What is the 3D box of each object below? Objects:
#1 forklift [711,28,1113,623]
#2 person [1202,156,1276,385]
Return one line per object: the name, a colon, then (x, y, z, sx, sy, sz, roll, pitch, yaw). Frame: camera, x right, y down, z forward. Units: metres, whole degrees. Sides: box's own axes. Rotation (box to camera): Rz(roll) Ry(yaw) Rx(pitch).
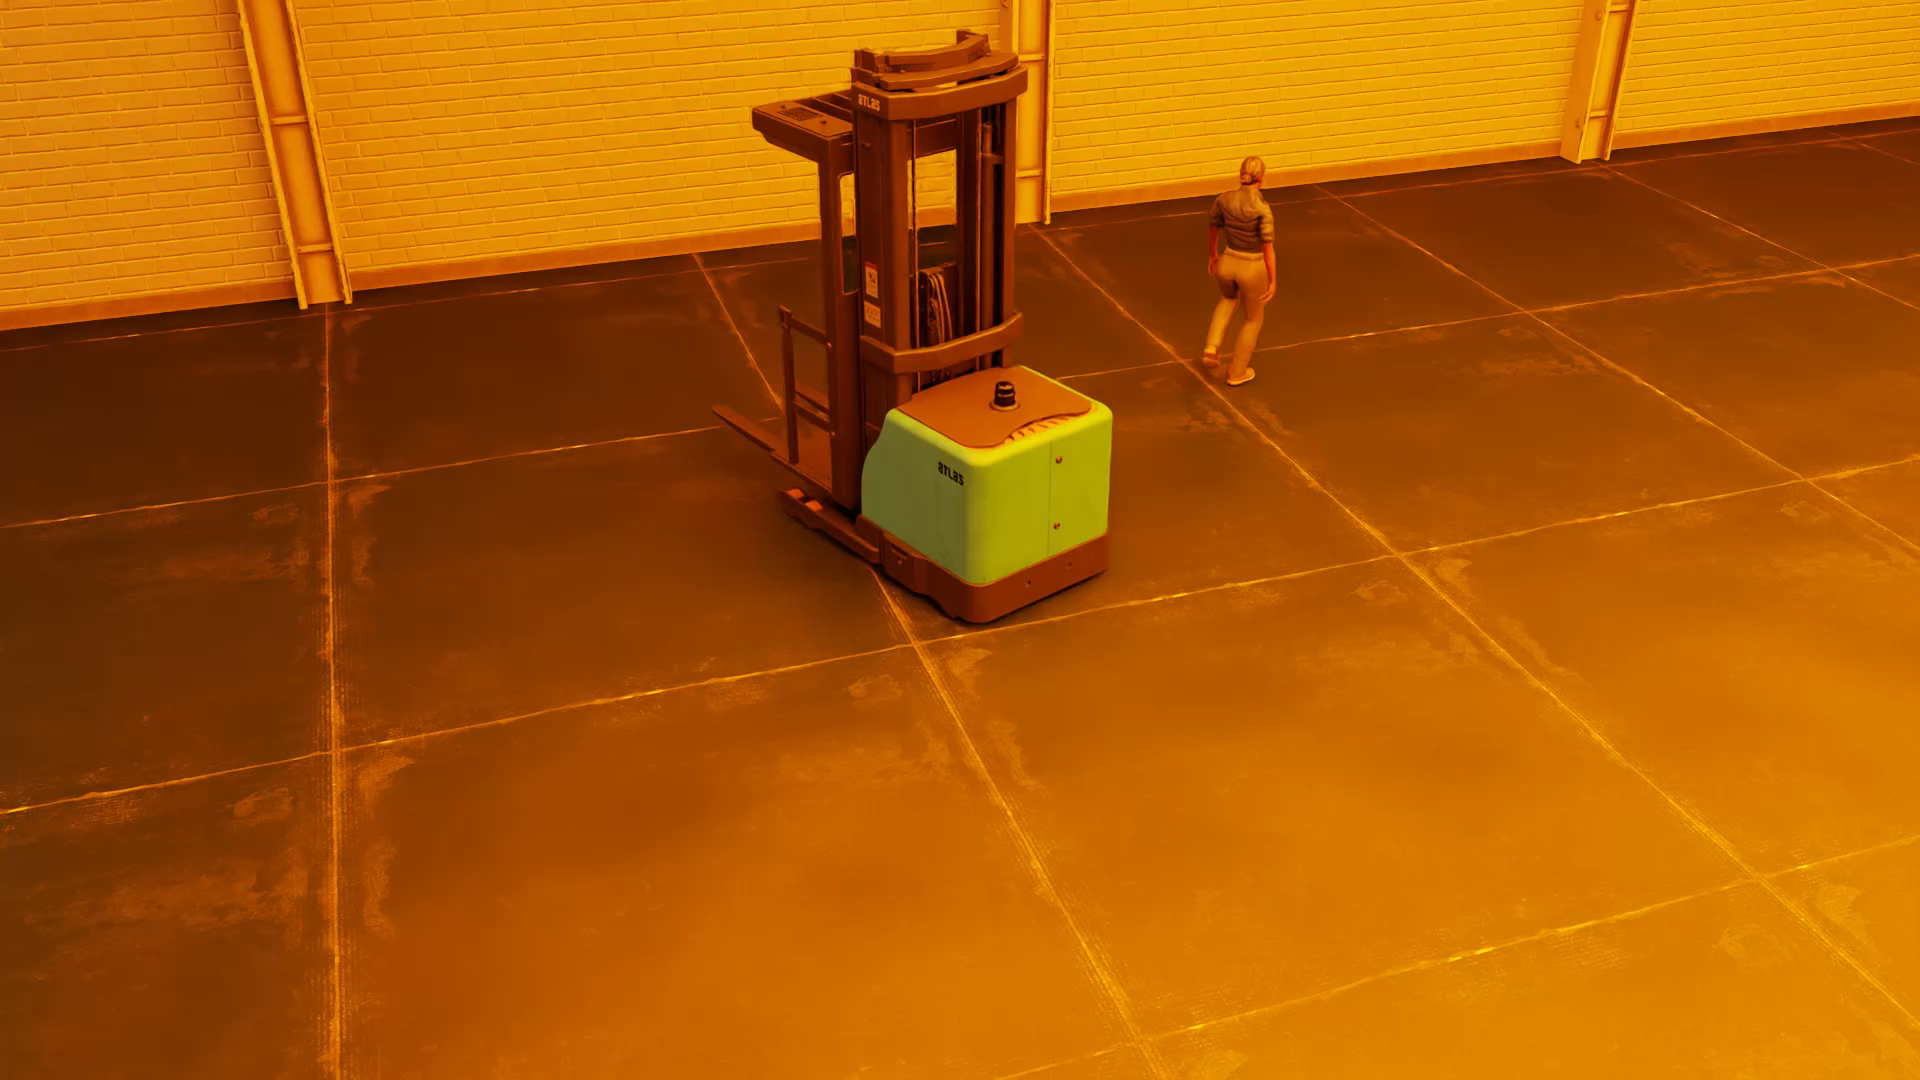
forklift: (-0.458, -1.483, 9.665, 1.130, 2.935, 3.031, -22, 37, -33)
person: (2.011, -1.912, 11.711, 0.595, 1.639, 0.430, 22, 36, 33)
